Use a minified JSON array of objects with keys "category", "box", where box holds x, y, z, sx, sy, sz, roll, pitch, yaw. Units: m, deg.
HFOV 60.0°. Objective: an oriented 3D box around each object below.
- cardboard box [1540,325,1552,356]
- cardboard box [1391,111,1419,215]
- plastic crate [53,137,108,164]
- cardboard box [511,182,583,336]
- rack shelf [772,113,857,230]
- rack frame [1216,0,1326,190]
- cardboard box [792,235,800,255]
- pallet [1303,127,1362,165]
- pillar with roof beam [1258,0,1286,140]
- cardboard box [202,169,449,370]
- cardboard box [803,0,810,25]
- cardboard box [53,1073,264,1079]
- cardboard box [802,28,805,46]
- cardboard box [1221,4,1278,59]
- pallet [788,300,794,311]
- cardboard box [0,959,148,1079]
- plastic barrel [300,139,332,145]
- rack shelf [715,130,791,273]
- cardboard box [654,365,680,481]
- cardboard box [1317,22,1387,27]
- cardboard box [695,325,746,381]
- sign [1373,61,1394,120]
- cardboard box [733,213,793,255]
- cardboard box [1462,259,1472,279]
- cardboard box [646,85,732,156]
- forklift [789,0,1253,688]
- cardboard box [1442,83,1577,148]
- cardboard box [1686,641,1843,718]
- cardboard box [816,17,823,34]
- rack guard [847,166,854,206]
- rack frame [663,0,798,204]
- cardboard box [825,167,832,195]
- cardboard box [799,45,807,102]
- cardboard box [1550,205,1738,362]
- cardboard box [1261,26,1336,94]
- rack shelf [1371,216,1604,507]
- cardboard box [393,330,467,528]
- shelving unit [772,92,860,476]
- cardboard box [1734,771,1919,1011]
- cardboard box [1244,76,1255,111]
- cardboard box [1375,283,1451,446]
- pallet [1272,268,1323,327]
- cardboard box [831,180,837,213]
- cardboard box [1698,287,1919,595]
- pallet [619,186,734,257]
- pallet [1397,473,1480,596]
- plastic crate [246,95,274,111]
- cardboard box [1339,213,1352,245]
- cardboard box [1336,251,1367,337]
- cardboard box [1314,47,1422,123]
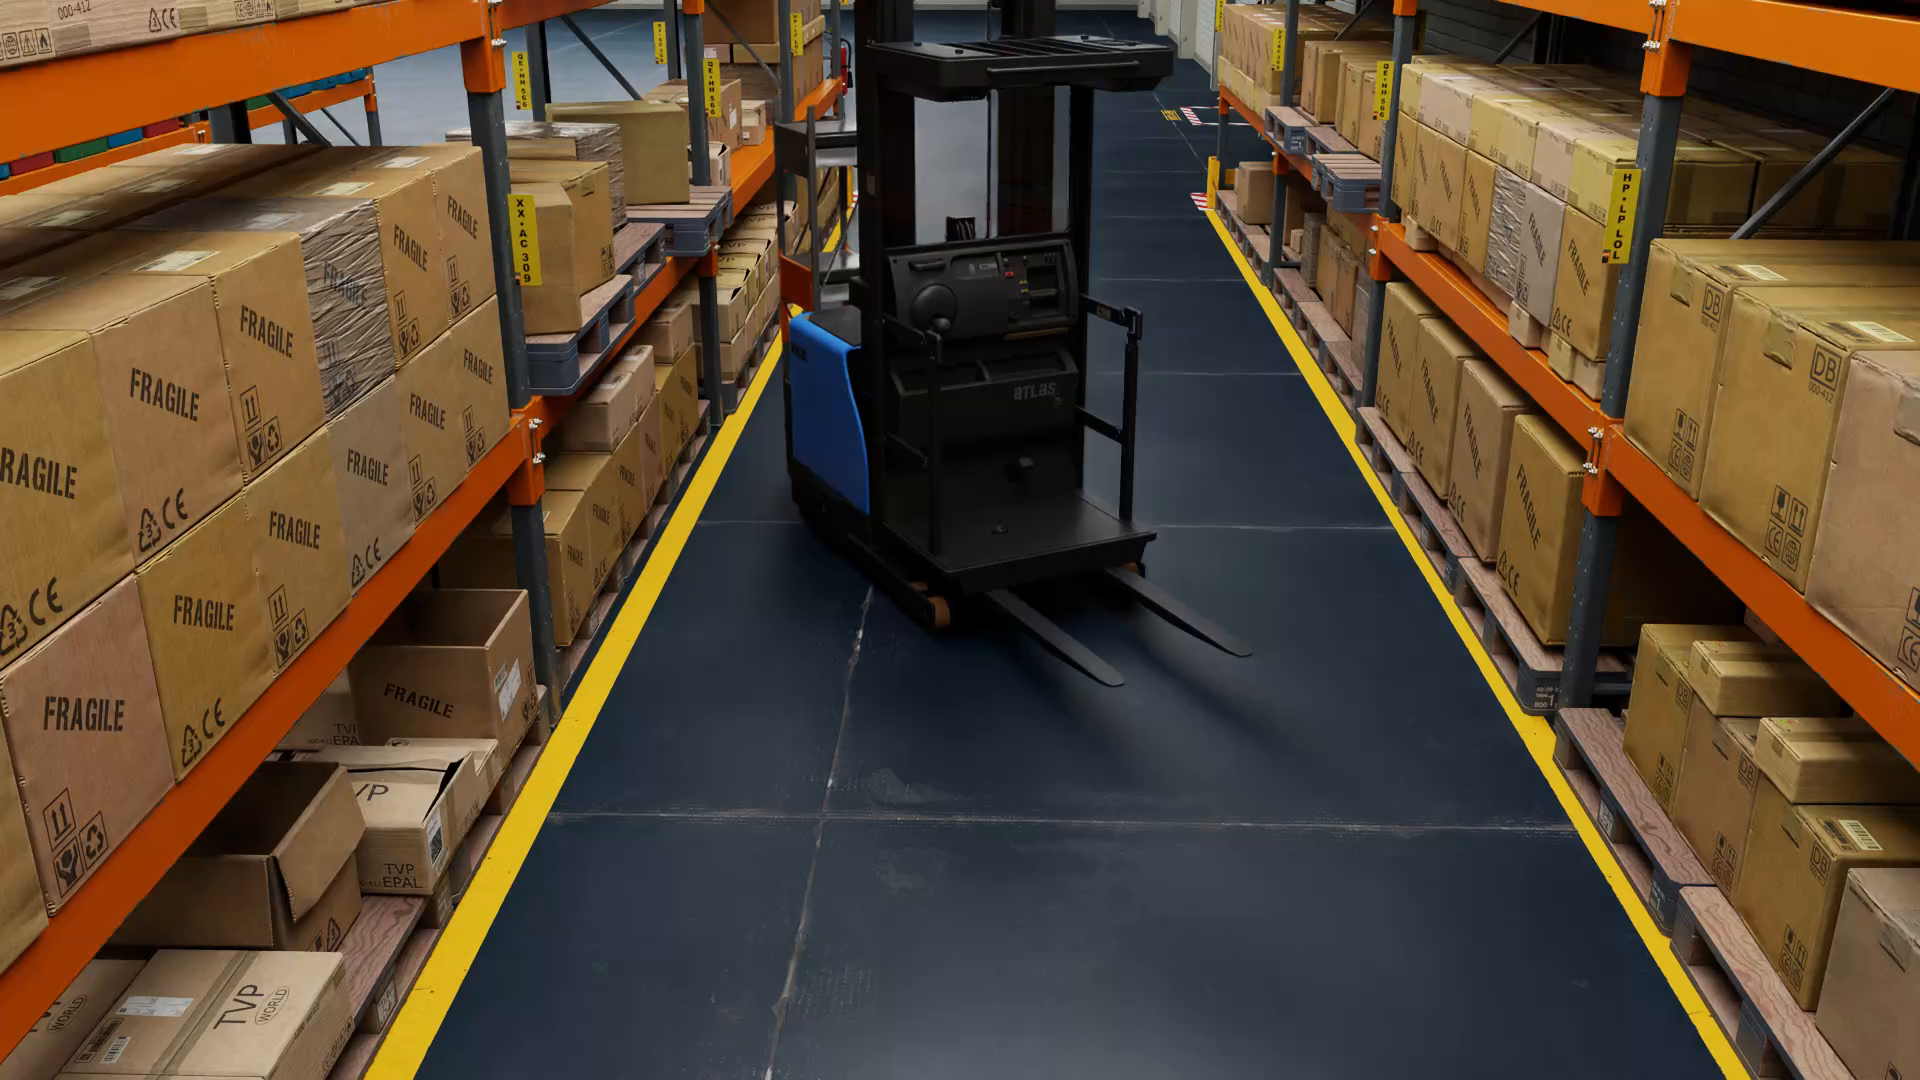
[{"category":"cardboard box","box":[2.612,-0.822,6.819,0.380,0.149,0.250,1,21,3]},{"category":"cardboard box","box":[2.699,-2.087,9.185,0.500,0.500,0.500,1,21,3]},{"category":"plastic crate","box":[-6.582,-2.889,12.122,0.450,0.188,0.662,1,21,2]},{"category":"cardboard box","box":[-1.865,-1.084,6.457,0.700,0.500,0.500,-7,22,-17]},{"category":"rack shelf","box":[-0.694,-1.942,8.734,0.431,0.518,0.480,-10,23,-25]},{"category":"rack frame","box":[3.213,-4.958,17.161,1.000,3.000,0.127,1,21,2]},{"category":"cardboard box","box":[-1.583,-2.326,13.597,0.500,0.250,0.500,0,21,1]},{"category":"pallet","box":[2.989,-2.692,11.586,1.003,0.211,1.213,1,21,2]},{"category":"pillar with roof beam","box":[-0.064,-9.709,21.112,9.100,9.000,0.400,1,21,2]},{"category":"cardboard box","box":[-1.873,-0.814,4.960,0.500,0.500,0.500,0,21,1]},{"category":"cardboard box","box":[-1.792,-5.102,15.601,0.700,0.500,0.500,1,21,2]},{"category":"cardboard box","box":[-1.910,1.476,3.770,0.500,0.250,0.500,1,21,2]},{"category":"cardboard box","box":[-1.615,-4.569,15.123,0.380,0.149,0.250,0,21,1]},{"category":"cardboard box","box":[2.898,-5.078,16.612,0.500,0.500,0.500,1,21,2]},{"category":"pallet","box":[-1.844,-1.998,13.387,1.003,0.211,1.213,1,21,2]},{"category":"cardboard box","box":[-2.396,1.308,4.204,0.500,0.250,0.500,1,21,2]},{"category":"plastic barrel","box":[-6.633,-3.864,17.200,0.421,0.512,0.421,0,21,0]},{"category":"rack shelf","box":[-1.921,-2.507,11.837,1.077,0.370,4.000,1,21,2]},{"category":"cardboard box","box":[-1.792,-0.631,8.855,0.500,0.500,0.500,0,21,0]},{"category":"cardboard box","box":[3.334,-4.156,14.235,0.500,0.500,0.500,1,21,1]},{"category":"cardboard box","box":[-1.672,-1.219,10.744,0.500,0.250,0.500,1,21,1]},{"category":"sign","box":[2.427,-2.571,9.517,0.100,0.325,0.005,1,21,2]},{"category":"cardboard box","box":[-1.595,-2.403,13.020,0.500,0.311,0.500,1,21,3]},{"category":"cardboard box","box":[2.717,-1.376,8.248,0.380,0.149,0.250,1,21,2]},{"category":"cardboard box","box":[-1.931,-2.963,11.879,0.500,0.500,0.500,1,21,2]},{"category":"forklift","box":[0.213,-1.134,7.399,1.130,2.935,3.031,-10,23,-25]},{"category":"cardboard box","box":[2.671,-2.073,8.112,0.500,0.250,0.500,1,21,2]},{"category":"cardboard box","box":[2.530,0.439,5.229,0.380,0.149,0.250,1,21,3]},{"category":"cardboard box","box":[-1.566,-5.125,16.557,0.380,0.149,0.250,1,21,3]},{"category":"rack guard","box":[-1.738,-3.855,17.772,1.175,0.500,0.348,1,21,2]},{"category":"rack frame","box":[-1.860,-3.565,13.570,1.000,3.000,0.127,1,21,2]},{"category":"cardboard box","box":[-1.490,-3.535,15.677,0.500,0.500,0.500,1,21,2]},{"category":"cardboard box","box":[-1.810,-4.329,15.402,0.700,0.500,0.500,1,21,3]},{"category":"cardboard box","box":[2.610,-0.984,6.340,0.500,0.500,0.500,0,21,1]},{"category":"cardboard box","box":[2.797,-3.975,13.770,0.500,0.500,0.500,1,21,1]},{"category":"rack shelf","box":[2.909,-1.007,7.972,1.077,0.370,4.000,1,21,2]},{"category":"cardboard box","box":[-1.876,-0.349,5.144,0.500,0.500,0.500,1,21,3]},{"category":"shelving unit","box":[-0.694,-1.302,8.982,0.431,2.100,0.503,-10,23,-25]},{"category":"cardboard box","box":[2.686,0.987,4.714,0.700,0.500,0.500,1,21,3]},{"category":"cardboard box","box":[2.826,-3.988,14.840,0.500,0.250,0.500,1,21,1]},{"category":"cardboard box","box":[2.816,-0.995,9.337,0.750,0.750,0.750,0,21,1]},{"category":"pallet","box":[3.069,-1.930,13.212,1.003,0.211,1.213,1,21,2]},{"category":"cardboard box","box":[-1.476,-3.366,16.279,0.500,0.250,0.500,1,21,2]},{"category":"cardboard box","box":[2.788,-0.299,4.739,0.980,0.700,0.700,0,21,0]},{"category":"pallet","box":[-1.932,-1.783,9.244,1.213,0.211,1.003,1,21,2]},{"category":"pallet","box":[2.831,-0.041,8.344,1.003,0.211,1.213,1,21,2]},{"category":"plastic crate","box":[-6.488,-4.010,15.009,0.450,0.188,0.662,1,21,2]},{"category":"cardboard box","box":[3.064,-2.287,12.088,0.500,0.250,0.500,0,21,0]},{"category":"cardboard box","box":[3.058,-1.731,11.691,0.700,0.500,0.500,1,21,1]},{"category":"cardboard box","box":[3.018,-3.378,12.342,0.700,0.500,0.500,3,21,7]}]
